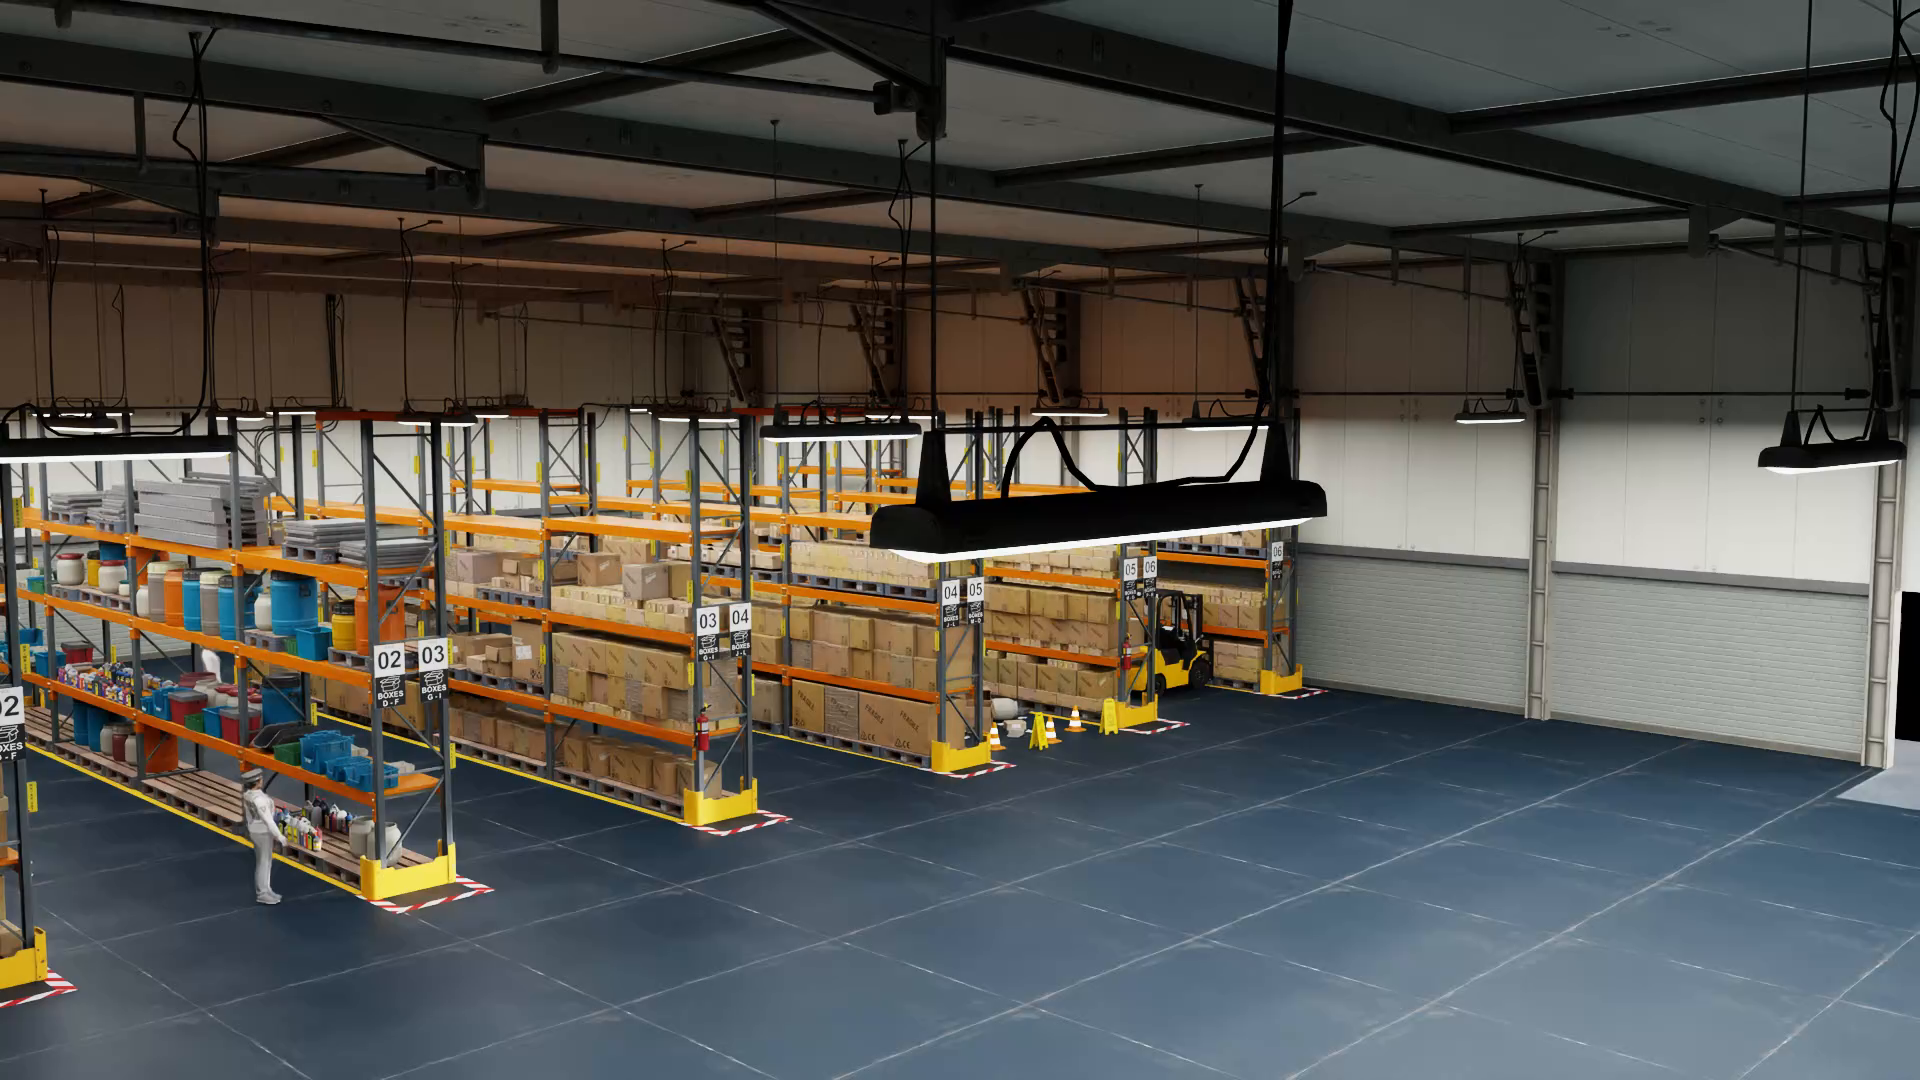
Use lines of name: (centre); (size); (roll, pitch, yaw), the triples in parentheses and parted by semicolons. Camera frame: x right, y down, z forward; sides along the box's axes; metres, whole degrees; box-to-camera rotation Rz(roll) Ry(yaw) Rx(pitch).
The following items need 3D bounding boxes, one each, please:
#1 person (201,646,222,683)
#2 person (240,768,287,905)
person: (-13.982, 2.727, 31.036); (0.424, 1.759, 0.629); (-4, 7, -40)
person: (-8.634, 3.681, 20.675); (0.516, 1.717, 0.559); (-2, 5, -17)
